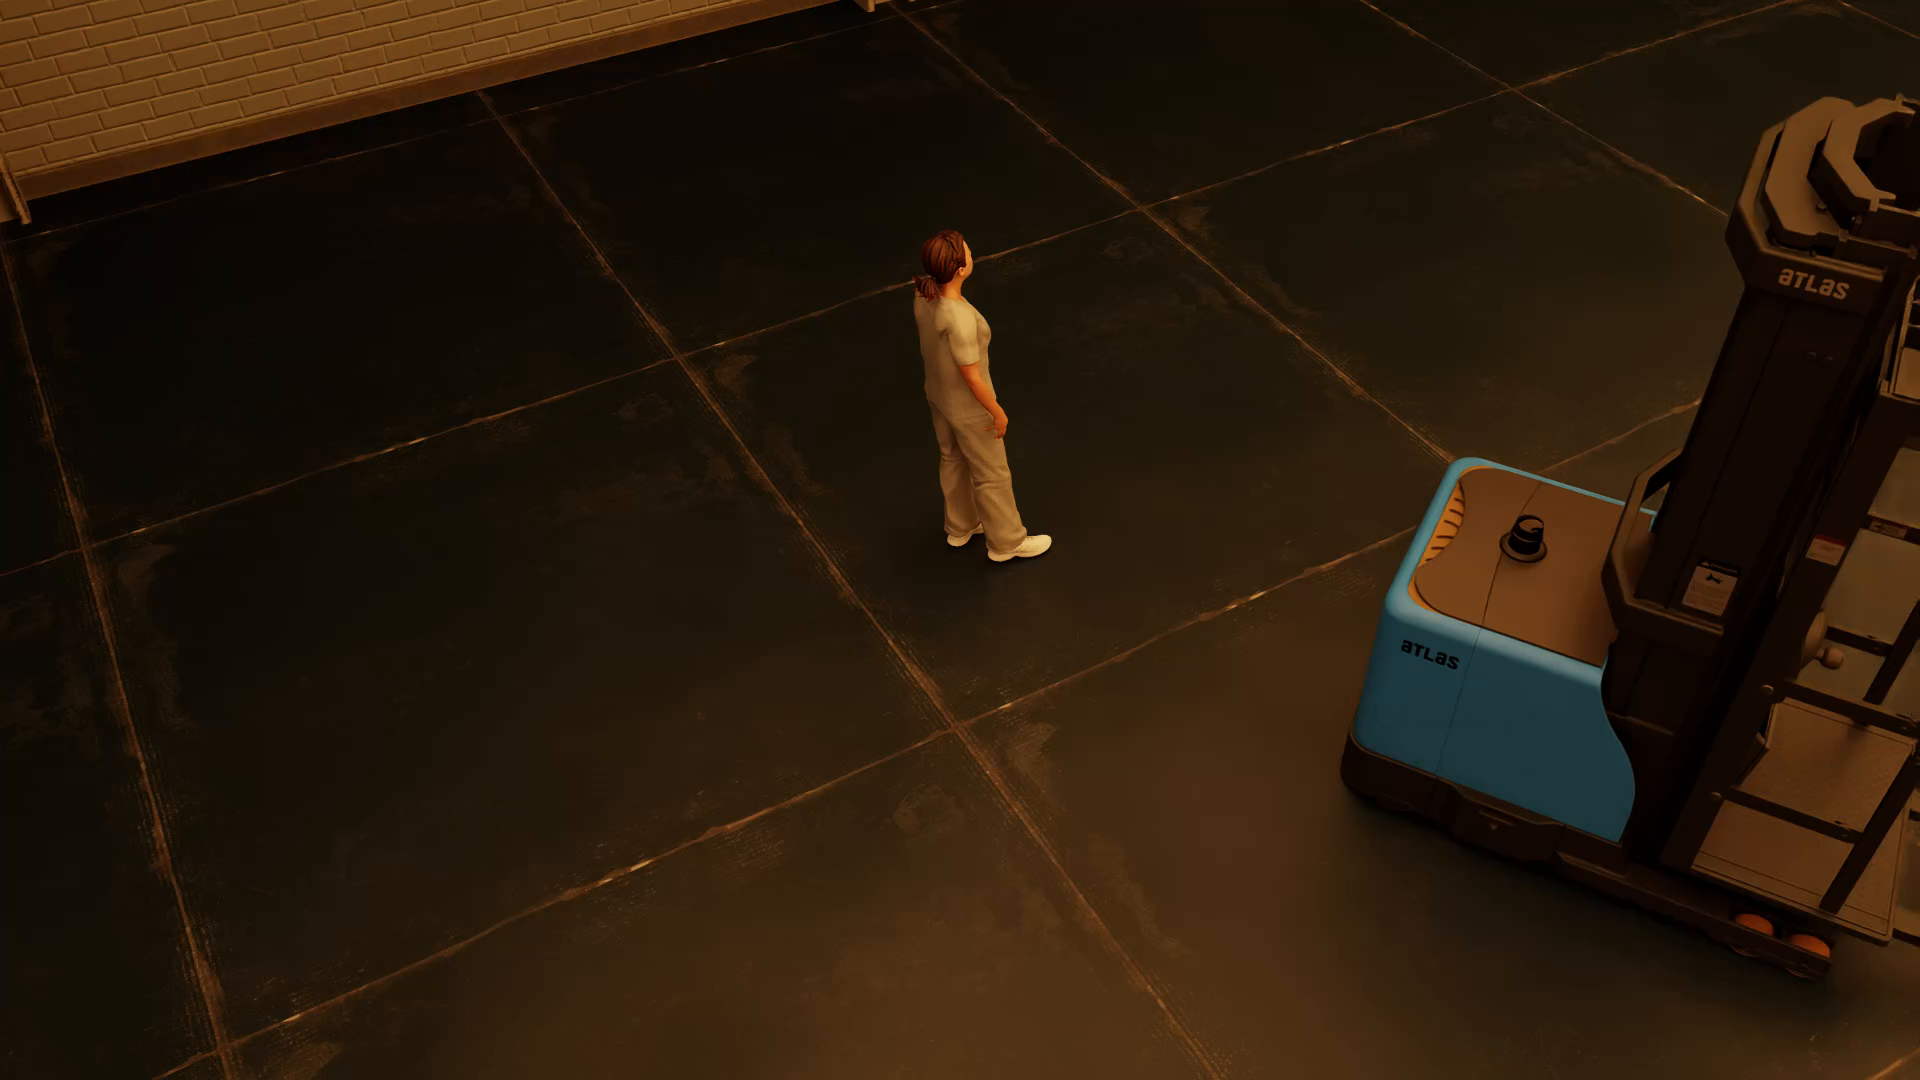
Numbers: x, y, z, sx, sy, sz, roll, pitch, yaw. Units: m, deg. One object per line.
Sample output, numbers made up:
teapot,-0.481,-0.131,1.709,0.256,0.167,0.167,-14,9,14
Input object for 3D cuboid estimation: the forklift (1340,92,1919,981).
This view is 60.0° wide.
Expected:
forklift,3.085,0.118,5.570,3.031,2.935,1.130,20,46,20

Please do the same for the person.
person,0.070,-0.637,7.297,0.549,1.675,0.549,-21,47,-21
